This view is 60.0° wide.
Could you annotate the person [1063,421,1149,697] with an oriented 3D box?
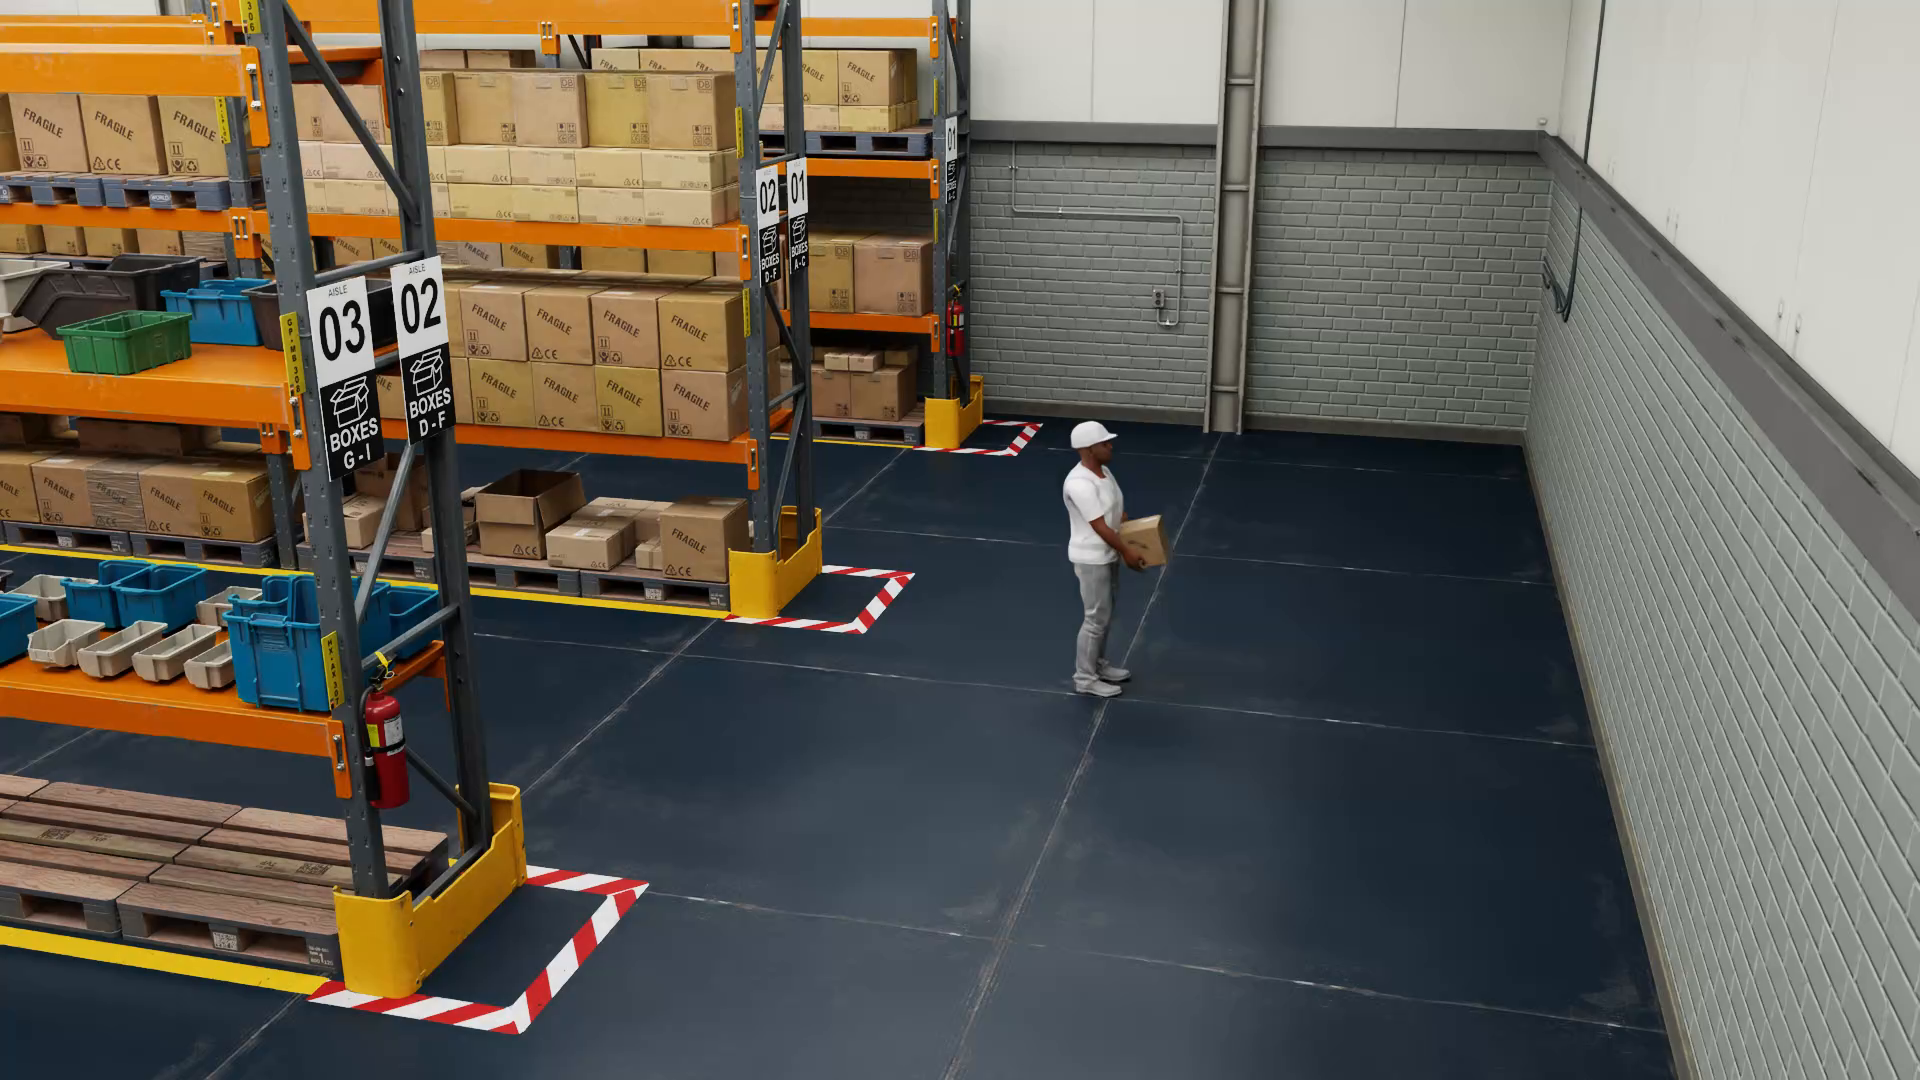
[{"bbox_3d":[0.965,0.115,10.662,0.571,1.770,0.516,6,19,18],"label":"person"}]
